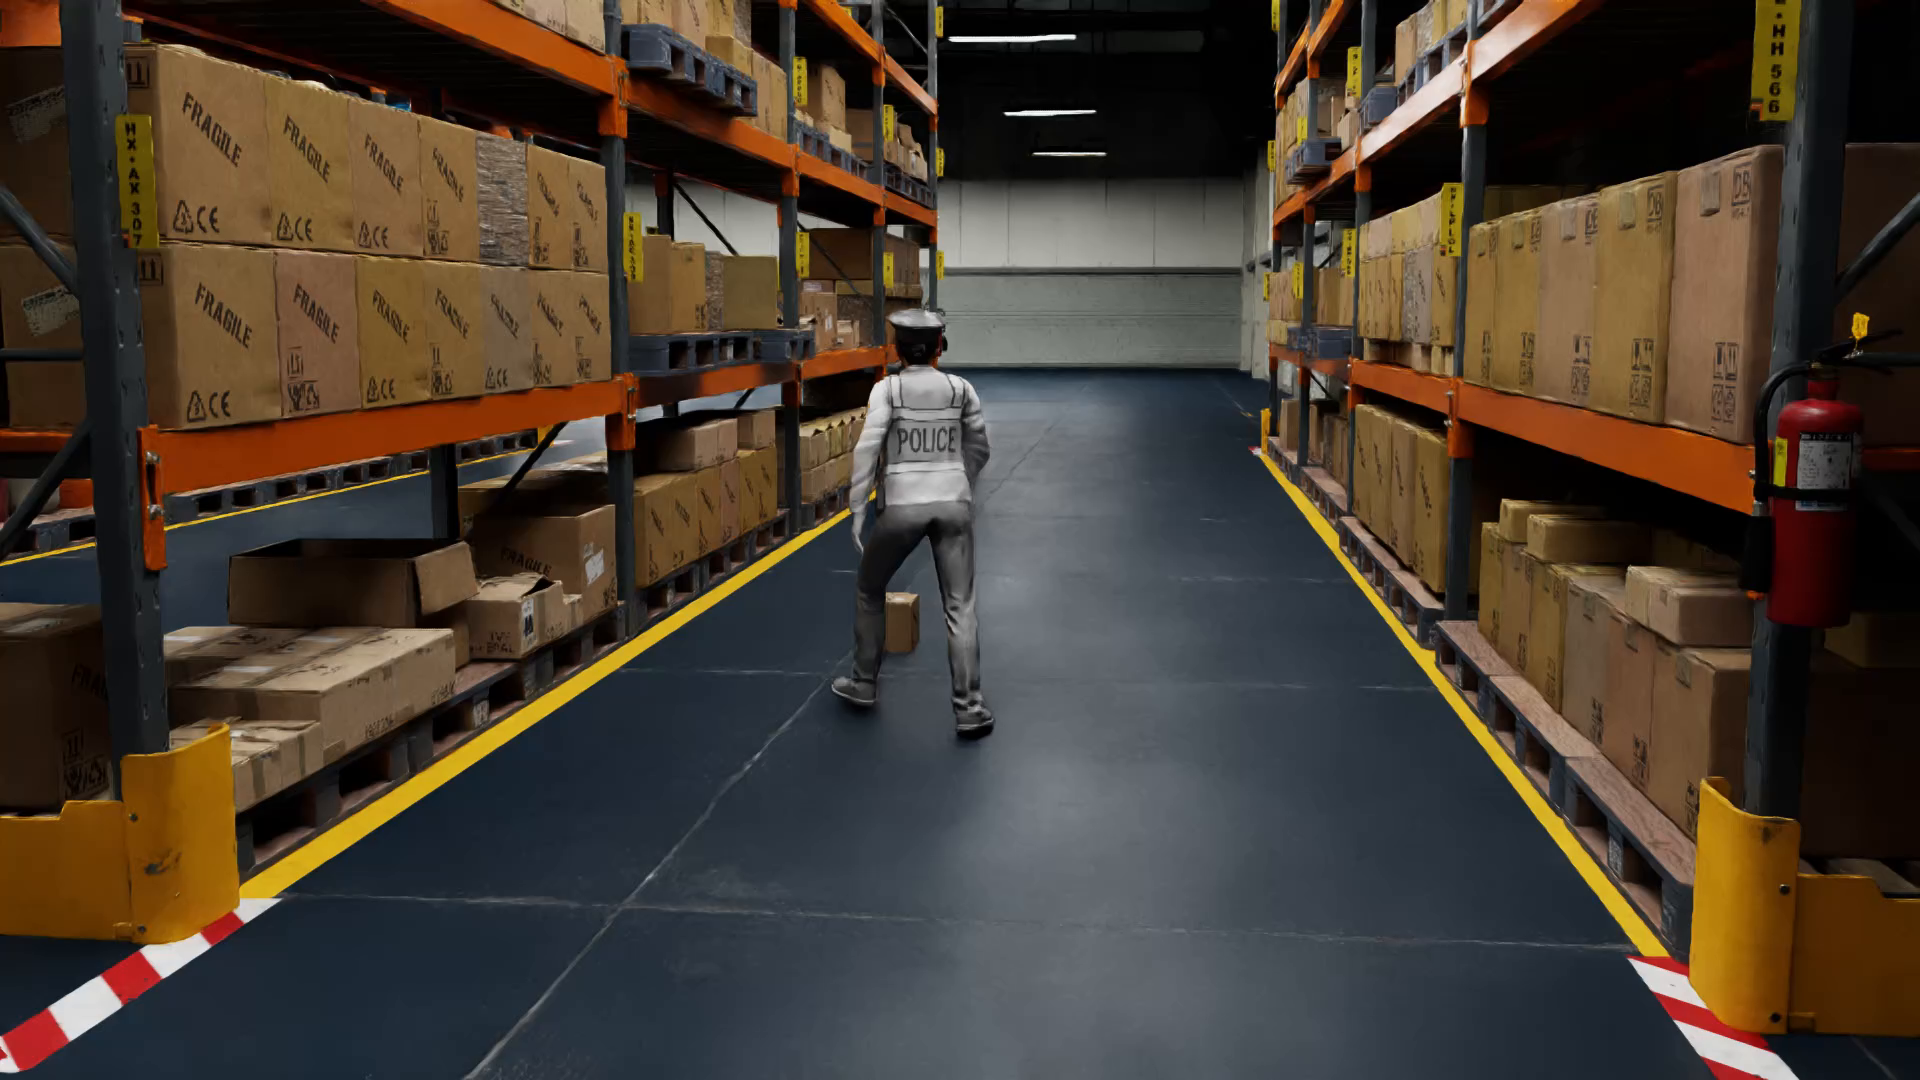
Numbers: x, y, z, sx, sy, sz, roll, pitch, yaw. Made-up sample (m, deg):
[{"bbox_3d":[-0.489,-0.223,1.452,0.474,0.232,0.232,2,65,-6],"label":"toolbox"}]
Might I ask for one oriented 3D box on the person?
[{"bbox_3d":[-0.163,-0.404,6.584,0.596,0.585,0.434,-2,8,-11],"label":"person"}]
